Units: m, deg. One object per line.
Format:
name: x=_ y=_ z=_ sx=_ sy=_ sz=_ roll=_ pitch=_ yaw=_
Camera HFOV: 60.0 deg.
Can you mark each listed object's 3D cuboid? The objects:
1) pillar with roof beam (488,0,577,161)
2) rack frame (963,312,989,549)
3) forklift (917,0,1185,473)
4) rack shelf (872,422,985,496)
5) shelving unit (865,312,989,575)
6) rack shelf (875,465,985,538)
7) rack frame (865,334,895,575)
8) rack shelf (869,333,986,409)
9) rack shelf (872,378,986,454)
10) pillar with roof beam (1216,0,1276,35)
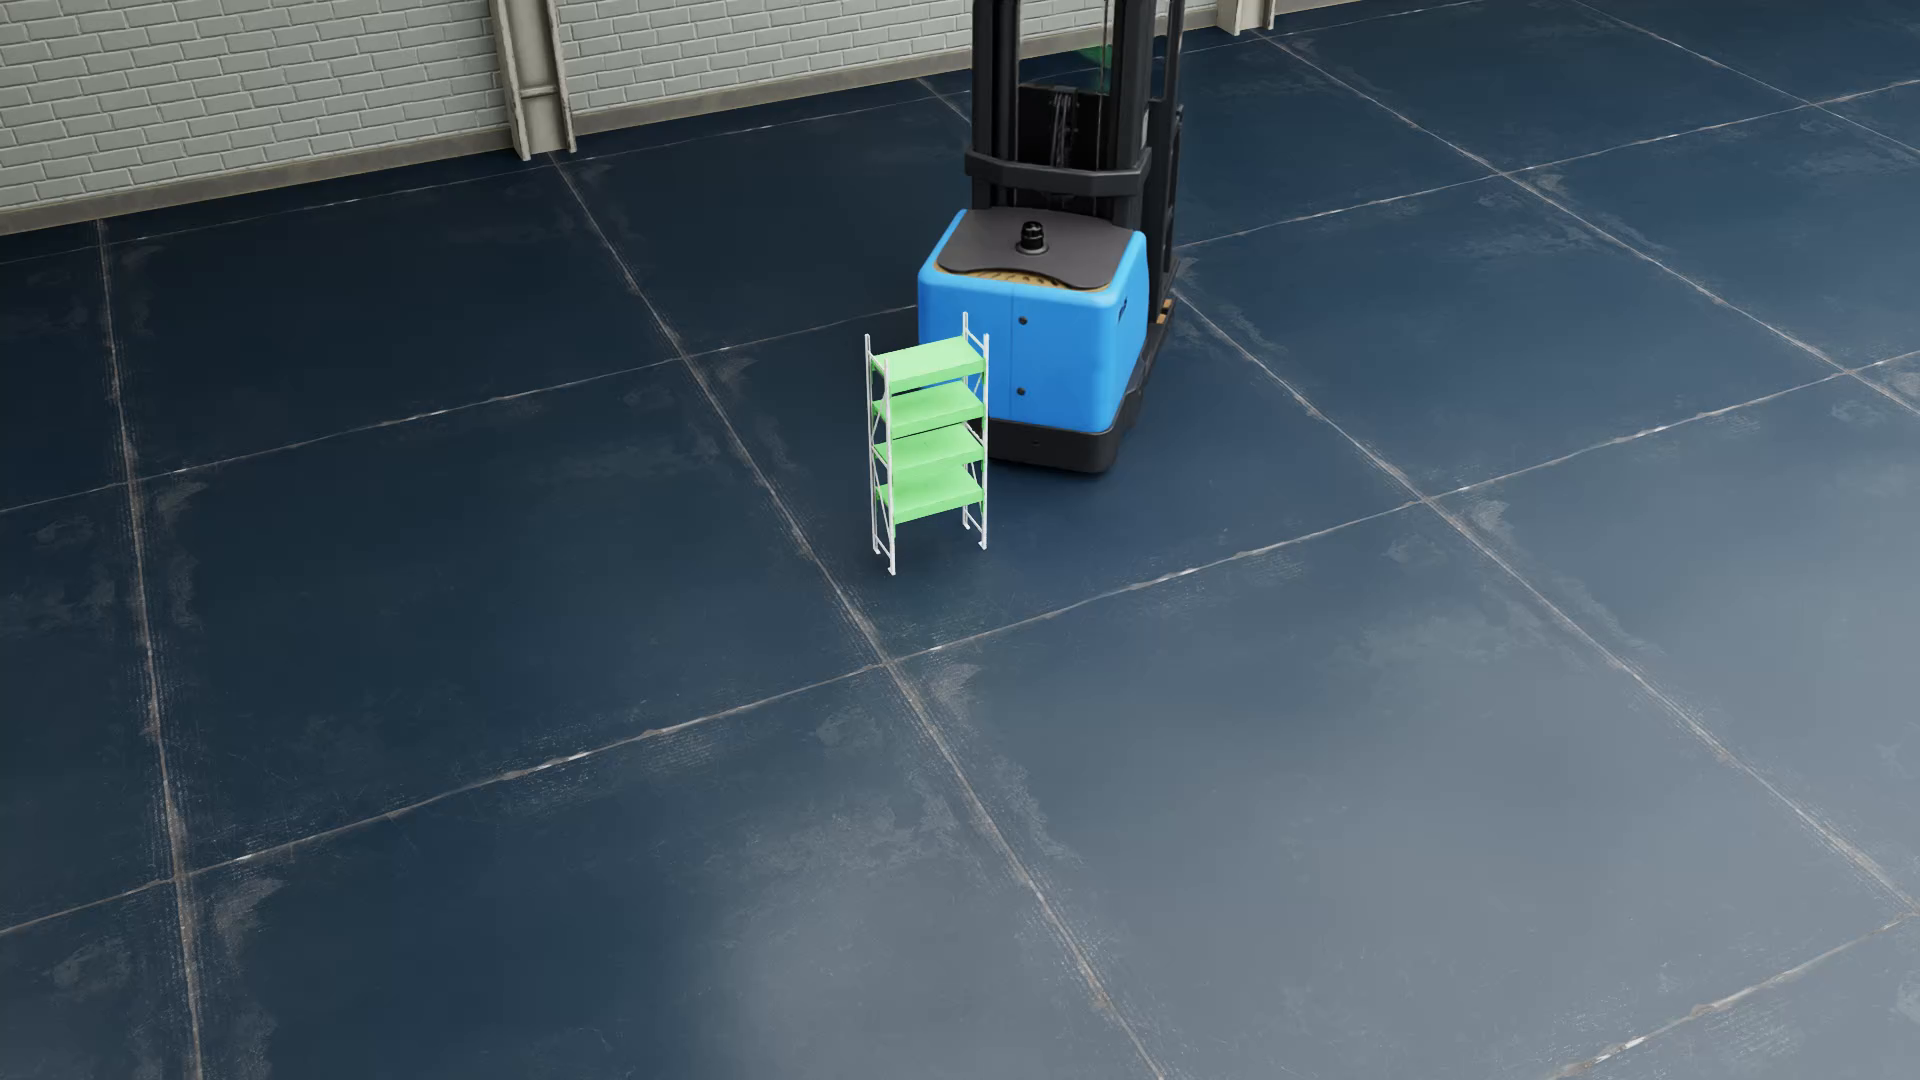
pillar with roof beam: x=-1.188 y=-4.141 z=6.280 sx=0.400 sy=9.000 sz=9.100 roll=-16 pitch=39 yaw=-20
rack frame: x=0.071 y=-0.502 z=7.919 sx=0.015 sy=1.200 sz=0.240 roll=-16 pitch=39 yaw=-20
forklift: x=0.669 y=-2.403 z=9.030 sx=1.130 sy=2.935 sz=3.031 roll=10 pitch=38 yaw=13
rack shelf: x=-0.150 y=-0.389 z=7.874 sx=0.480 sy=0.148 sz=0.258 roll=-16 pitch=39 yaw=-20
shelving unit: x=-0.150 y=-0.440 z=7.836 sx=0.503 sy=1.200 sz=0.258 roll=-16 pitch=39 yaw=-20
rack shelf: x=-0.150 y=-0.196 z=8.017 sx=0.480 sy=0.148 sz=0.258 roll=-16 pitch=39 yaw=-20
rack frame: x=-0.371 y=-0.378 z=7.753 sx=0.015 sy=1.200 sz=0.240 roll=-16 pitch=39 yaw=-20
rack shelf: x=-0.150 y=-0.774 z=7.588 sx=0.480 sy=0.148 sz=0.258 roll=-16 pitch=39 yaw=-20
rack shelf: x=-0.150 y=-0.581 z=7.731 sx=0.480 sy=0.148 sz=0.258 roll=-16 pitch=39 yaw=-20
pillar with roof beam: x=4.243 y=-5.660 z=8.327 sx=0.400 sy=9.000 sz=9.100 roll=-16 pitch=39 yaw=-20
